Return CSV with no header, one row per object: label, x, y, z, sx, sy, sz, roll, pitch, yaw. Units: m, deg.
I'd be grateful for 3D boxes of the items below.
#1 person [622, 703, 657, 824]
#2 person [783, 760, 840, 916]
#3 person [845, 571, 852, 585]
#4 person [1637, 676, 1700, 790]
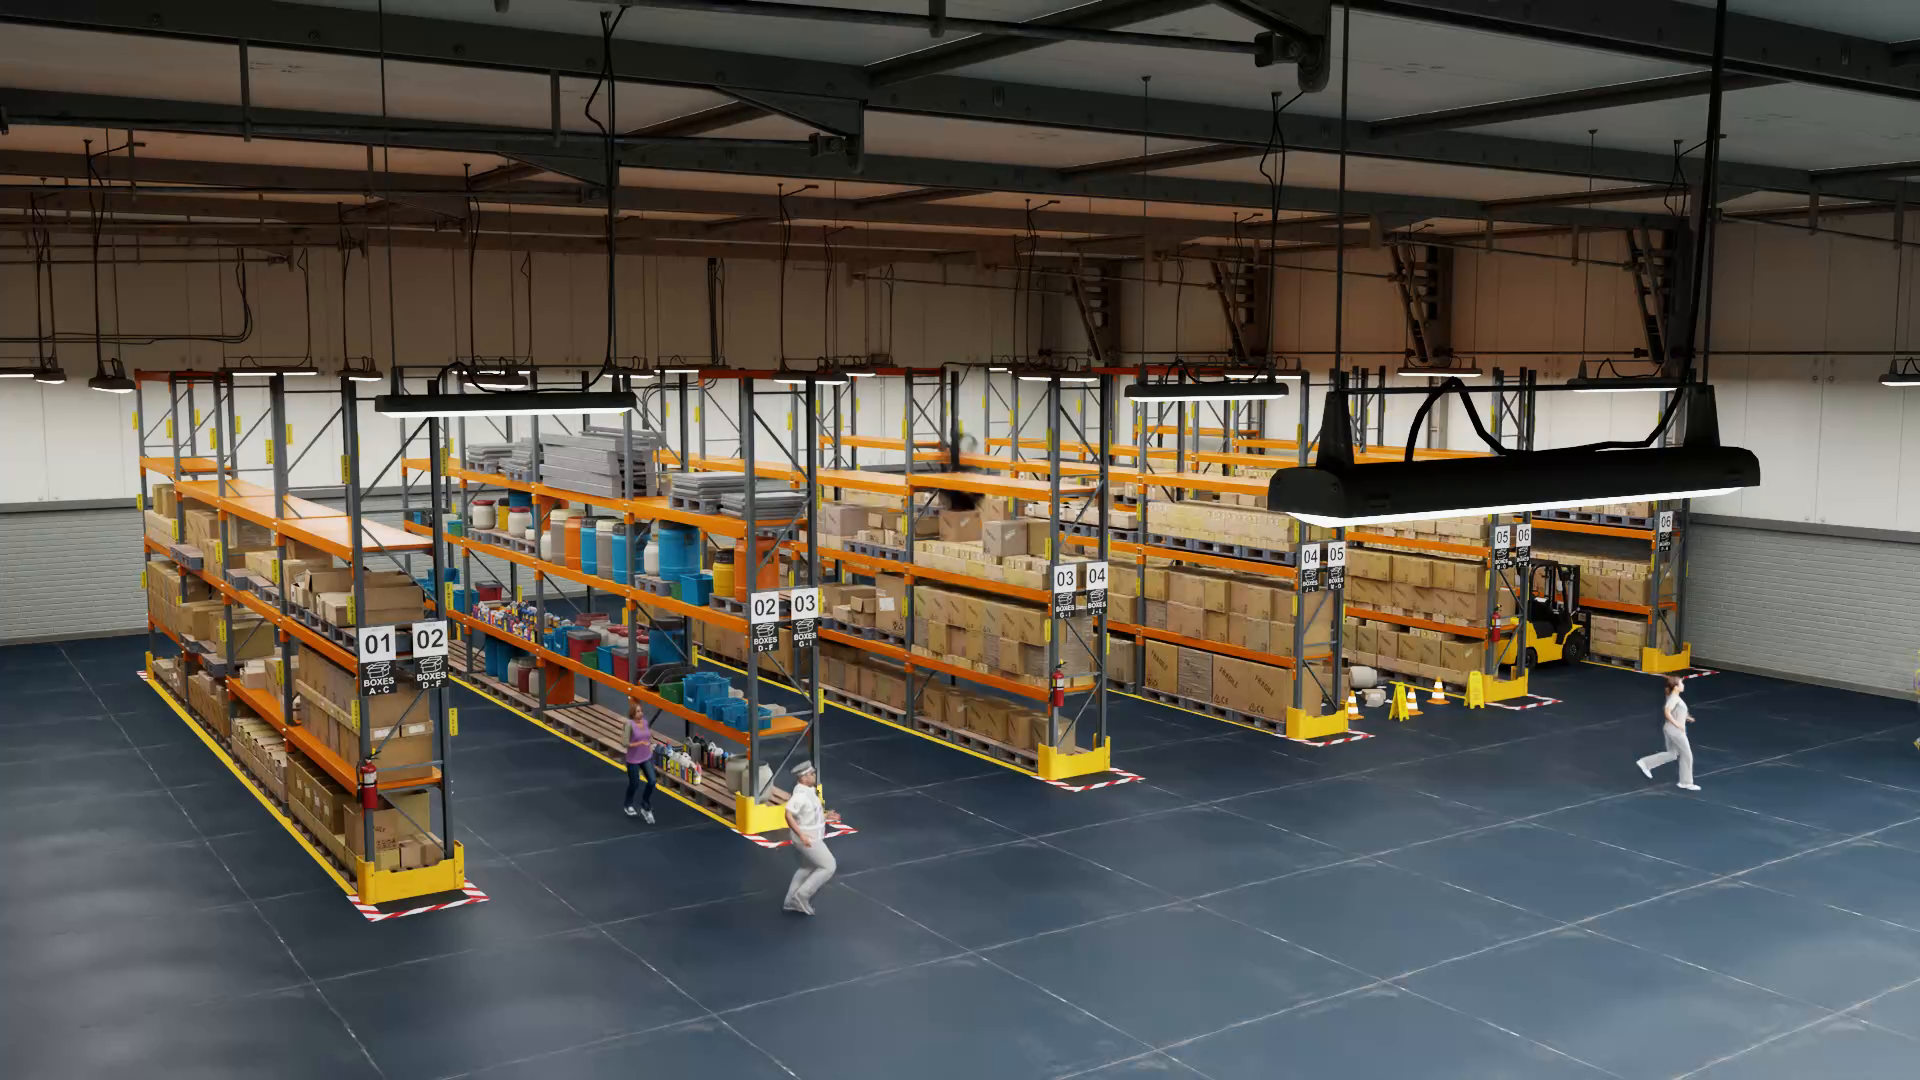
person,-4.330,3.008,22.451,0.514,1.639,0.666,-6,9,-41
person,-1.673,3.343,18.734,0.659,1.754,0.647,-1,7,-9
person,-2.835,0.698,42.132,0.677,1.737,0.692,1,7,8
person,10.322,2.798,24.142,0.879,1.668,0.567,1,7,10
